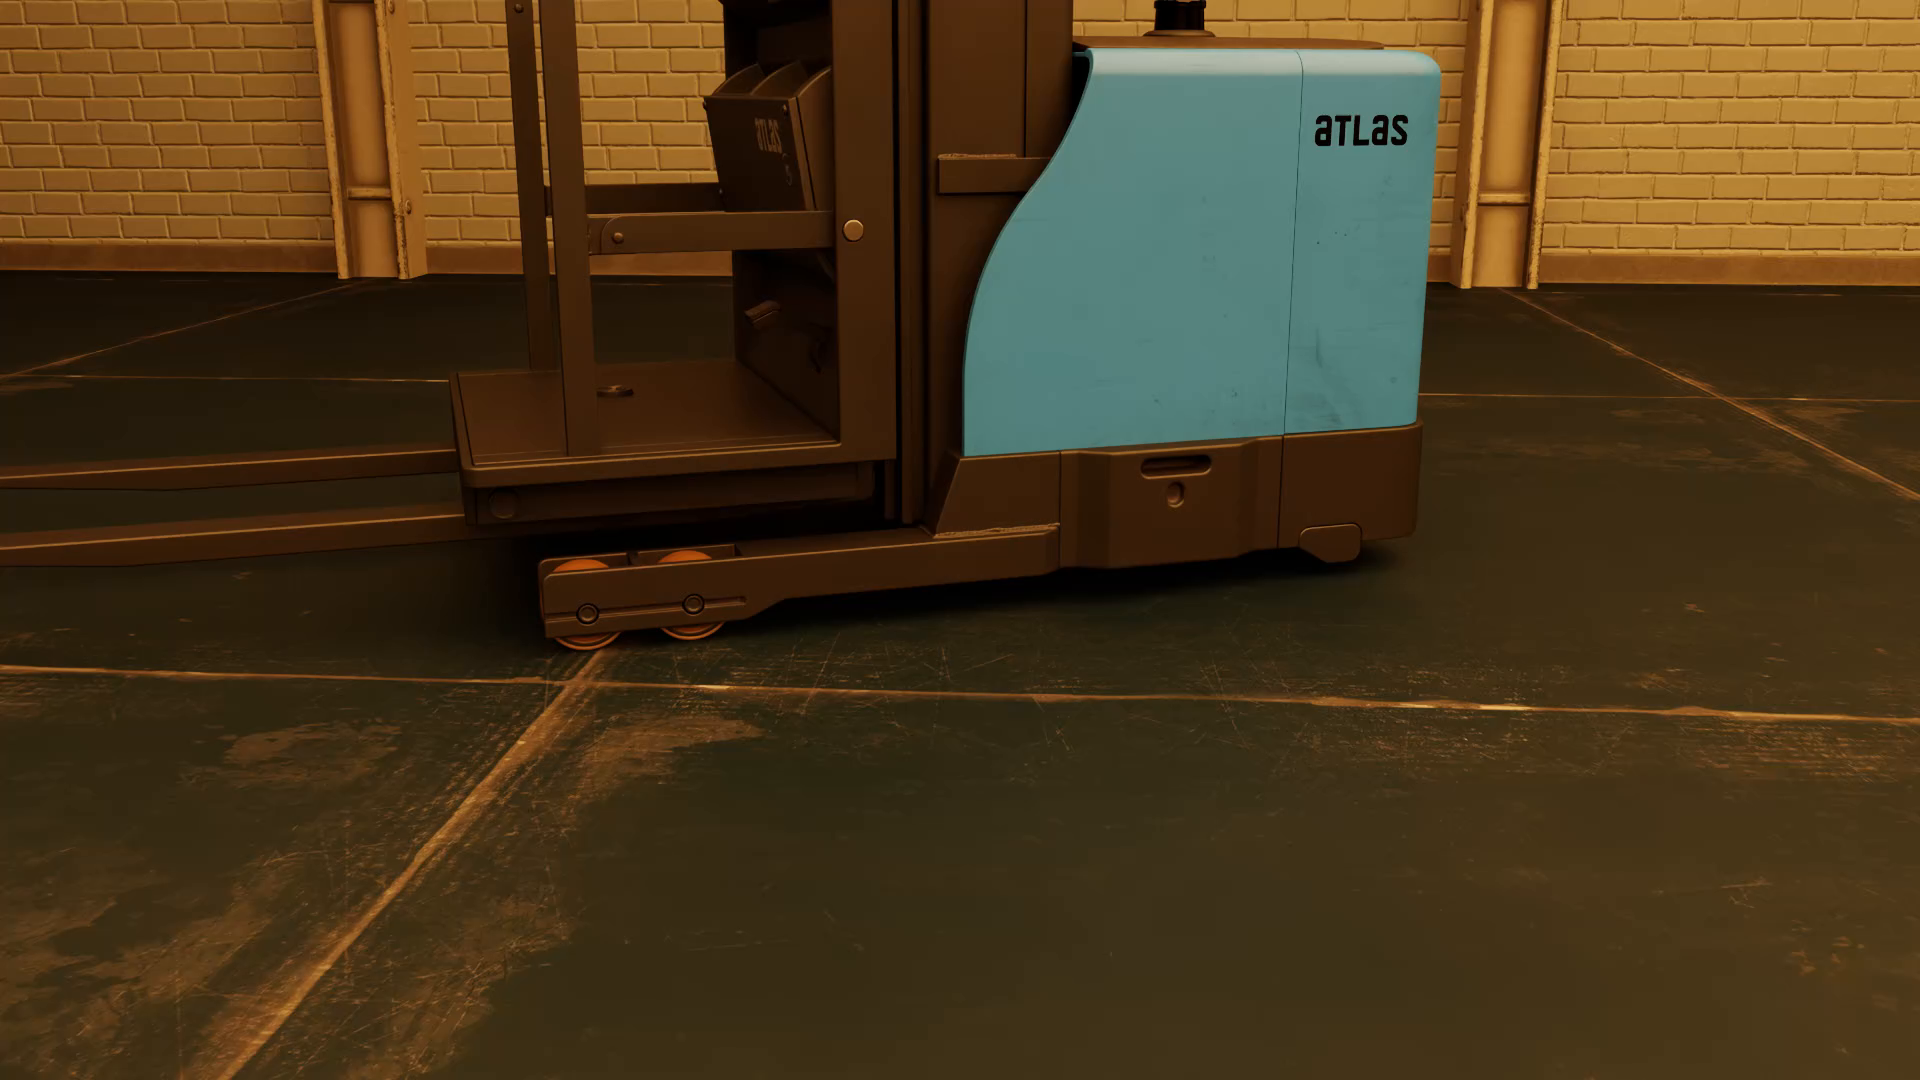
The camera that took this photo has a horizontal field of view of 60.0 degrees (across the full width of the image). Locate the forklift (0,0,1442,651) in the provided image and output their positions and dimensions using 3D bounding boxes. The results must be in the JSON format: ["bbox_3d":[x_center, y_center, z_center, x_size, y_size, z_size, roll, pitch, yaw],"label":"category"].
[{"bbox_3d":[-0.580,-1.366,3.251,3.031,2.935,1.130,-5,16,-17],"label":"forklift"}]
